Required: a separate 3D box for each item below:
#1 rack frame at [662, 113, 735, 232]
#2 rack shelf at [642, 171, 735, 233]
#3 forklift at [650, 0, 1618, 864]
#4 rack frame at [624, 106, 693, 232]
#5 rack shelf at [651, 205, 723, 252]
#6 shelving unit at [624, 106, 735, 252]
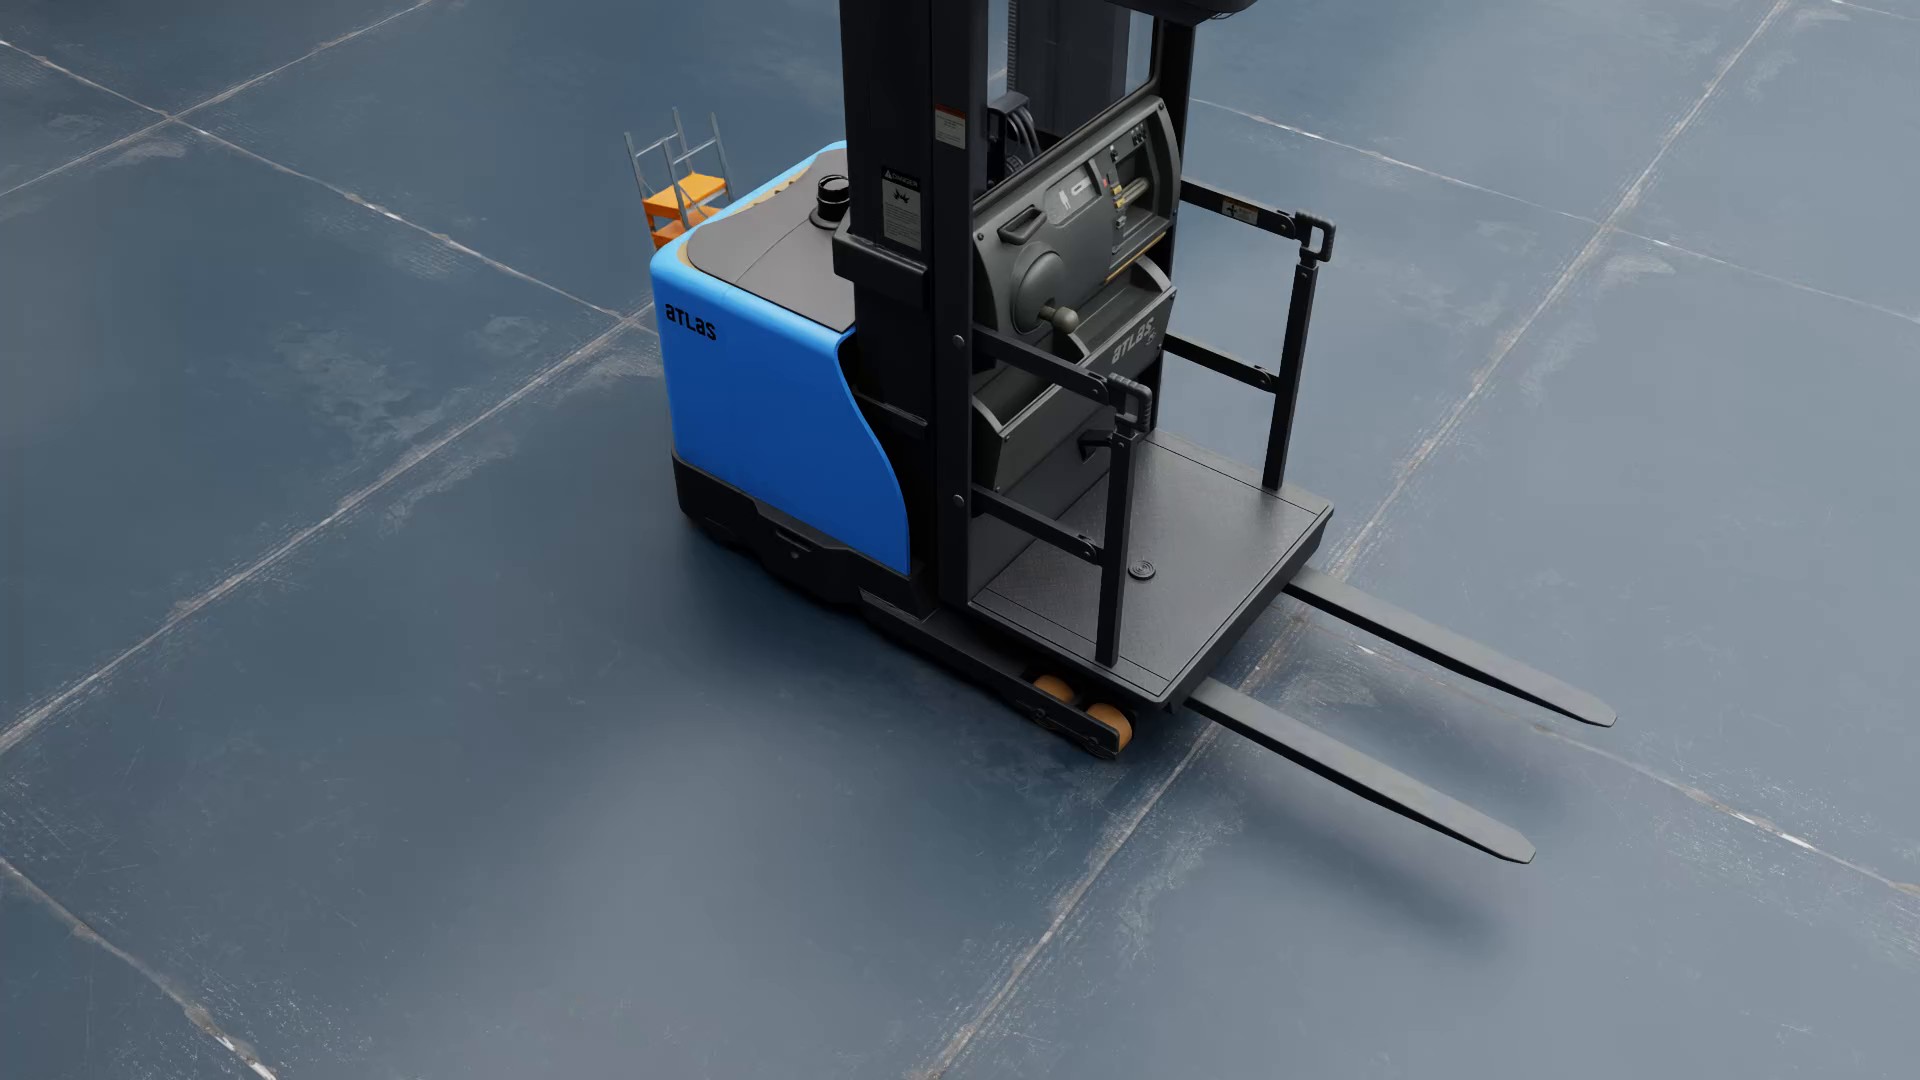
[{"bbox_3d":[-0.803,-0.868,5.783,0.006,1.200,0.240,19,44,35],"label":"rack frame"},{"bbox_3d":[-0.920,-1.147,5.654,0.180,0.103,0.258,19,44,35],"label":"rack shelf"},{"bbox_3d":[0.506,-0.841,4.492,3.031,2.935,1.130,26,48,26],"label":"forklift"},{"bbox_3d":[-0.945,-0.916,5.887,0.006,1.200,0.240,19,44,35],"label":"rack frame"},{"bbox_3d":[-0.902,-1.050,5.723,0.180,0.103,0.258,19,44,35],"label":"rack shelf"},{"bbox_3d":[-0.874,-0.892,5.835,0.189,1.200,0.258,19,44,35],"label":"shelving unit"}]
